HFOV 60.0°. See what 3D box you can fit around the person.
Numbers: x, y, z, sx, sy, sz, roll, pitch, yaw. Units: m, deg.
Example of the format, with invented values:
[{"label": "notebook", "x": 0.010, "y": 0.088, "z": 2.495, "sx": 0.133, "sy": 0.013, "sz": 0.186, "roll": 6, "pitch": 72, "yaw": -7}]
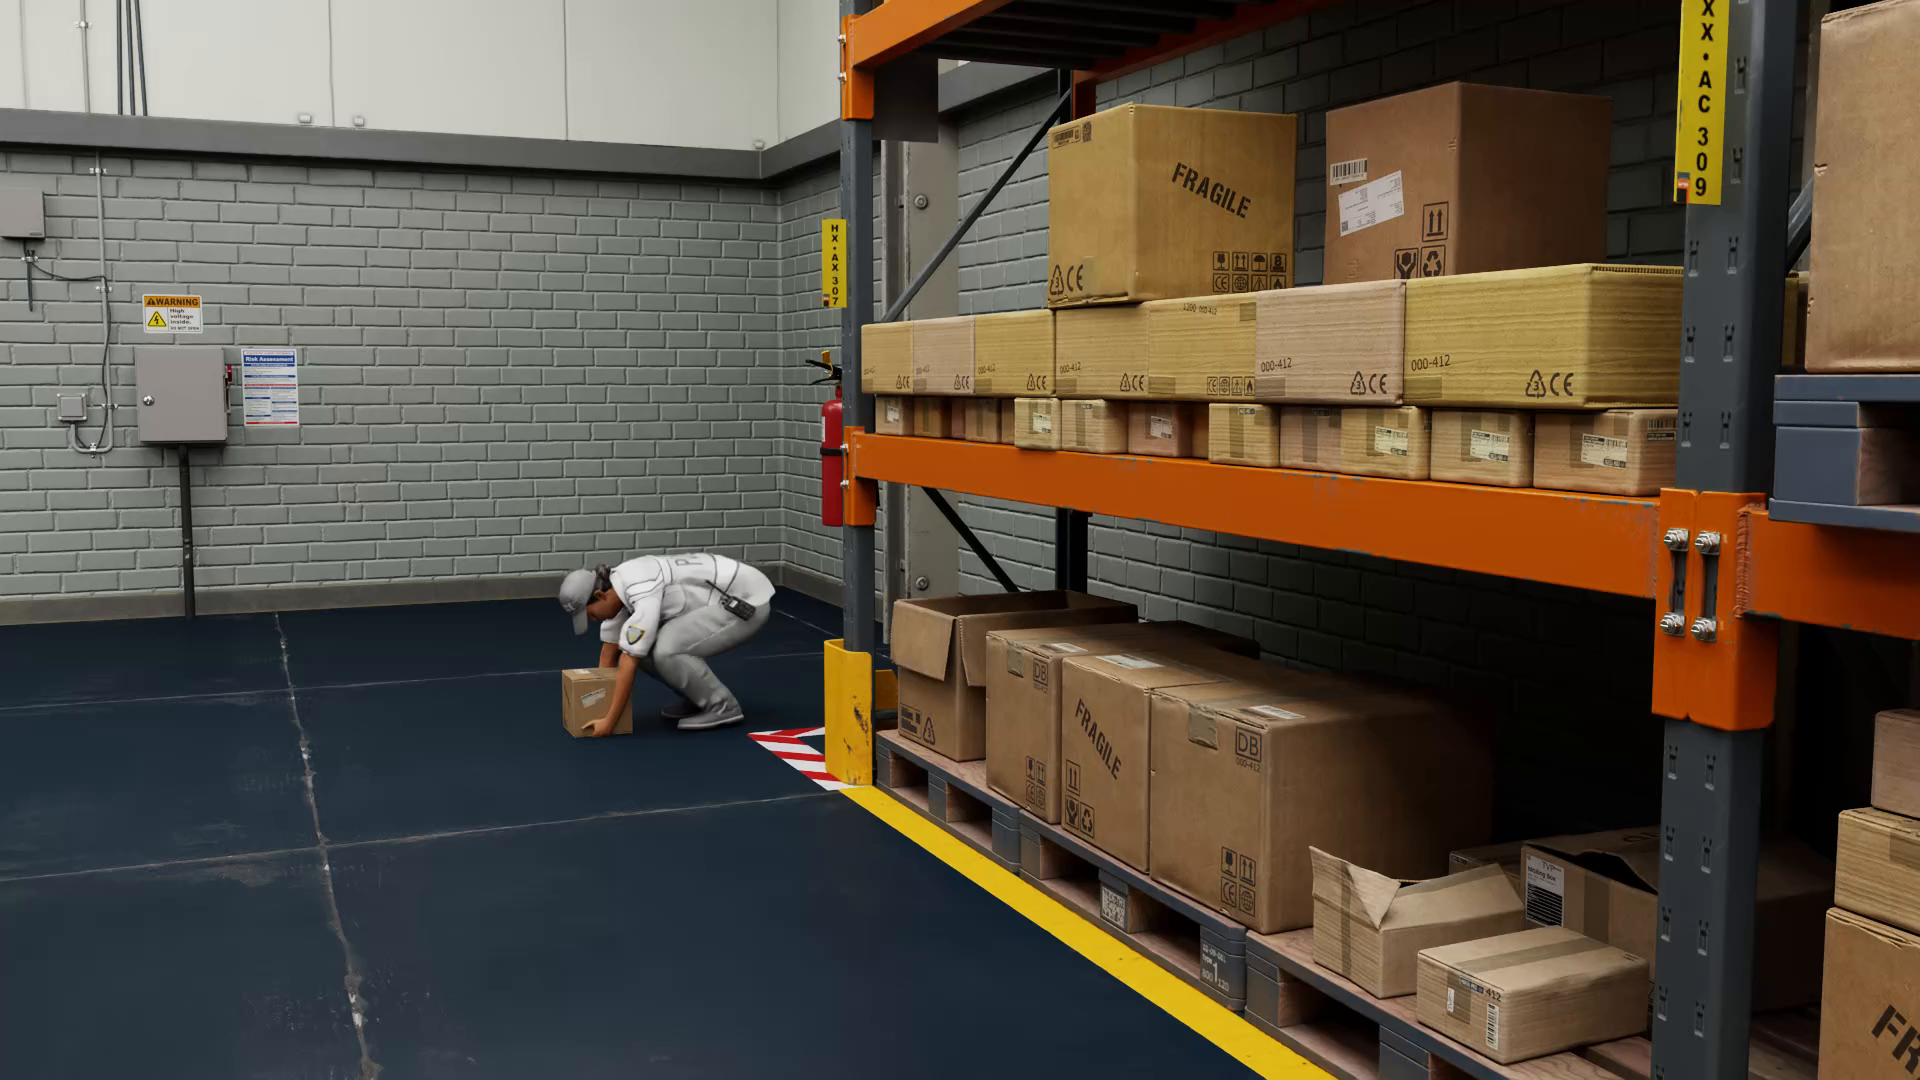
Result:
[{"label": "person", "x": -1.274, "y": 0.445, "z": 7.248, "sx": 0.937, "sy": 0.764, "sz": 0.509, "roll": -3, "pitch": 6, "yaw": -25}]
